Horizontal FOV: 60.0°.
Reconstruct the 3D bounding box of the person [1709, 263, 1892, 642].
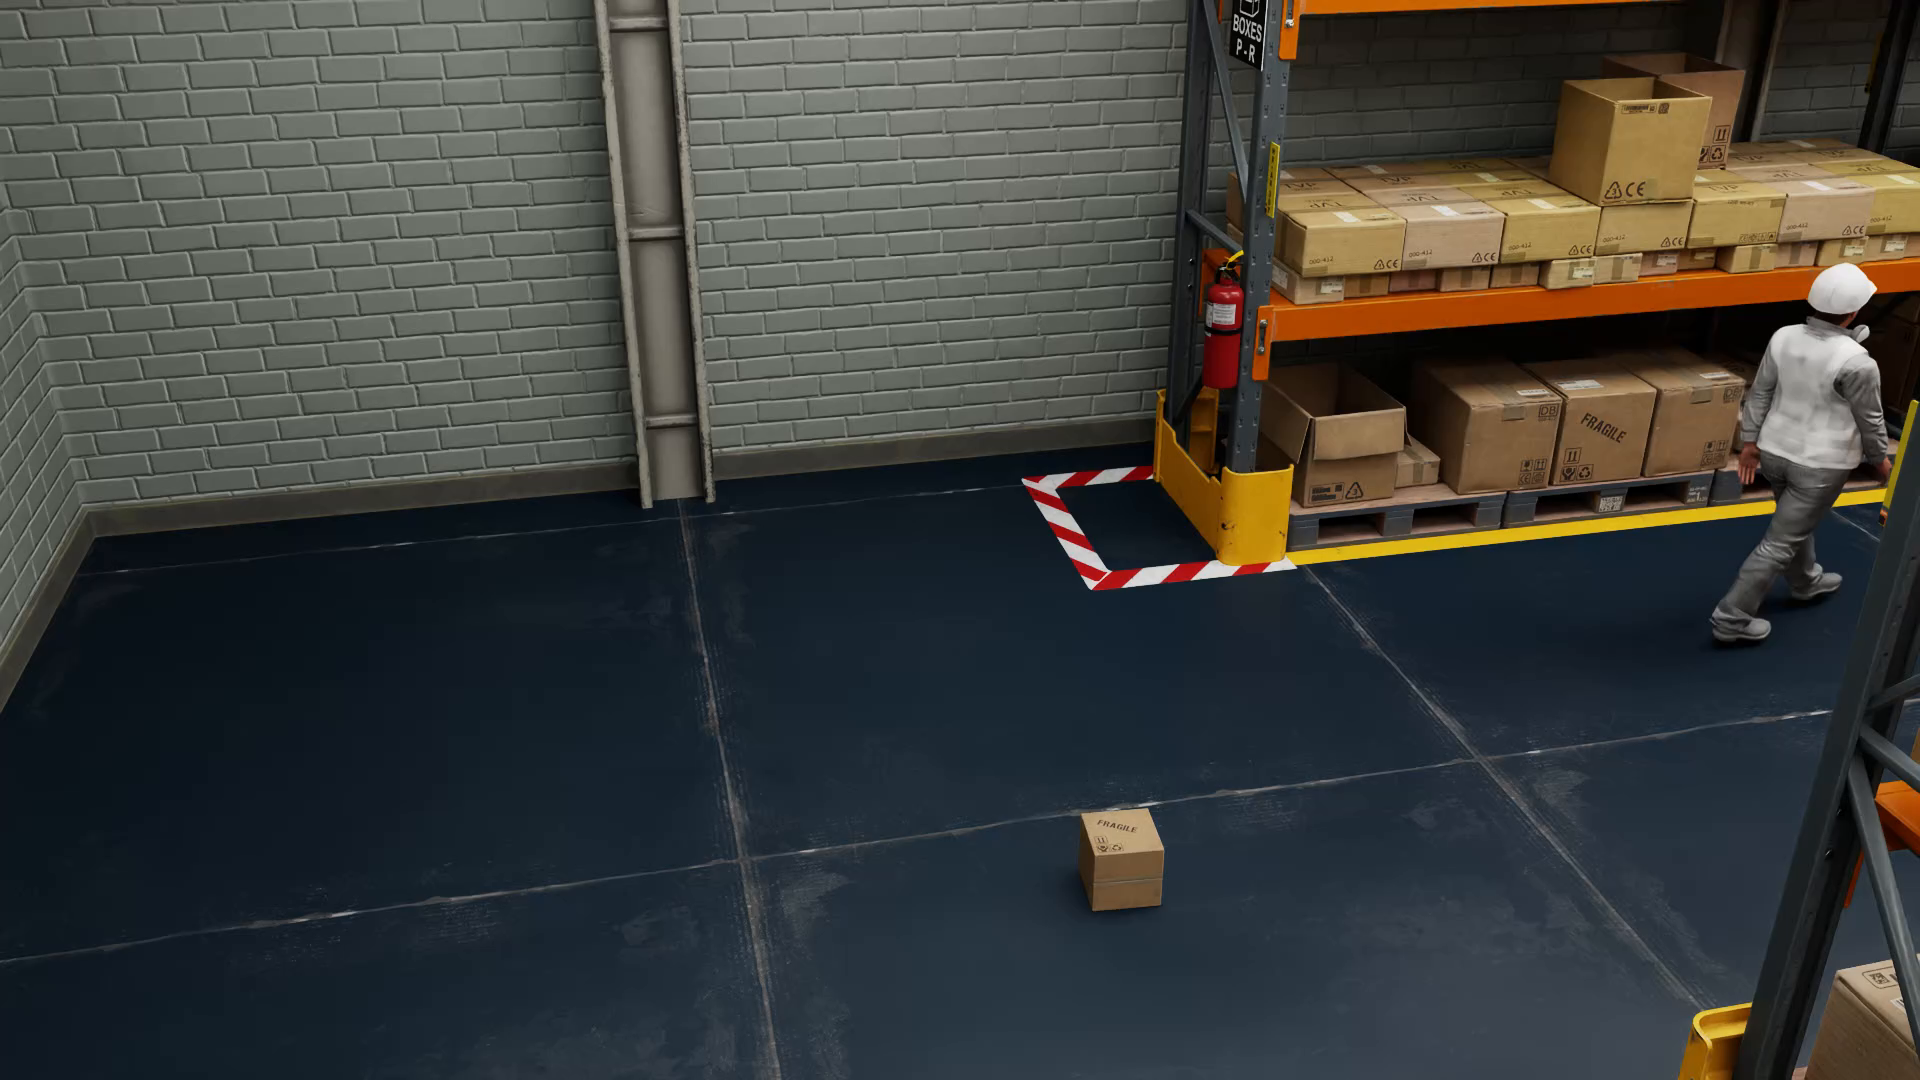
[{"bbox_3d":[3.841,-0.402,7.359,0.945,1.725,0.540,-9,28,-17],"label":"person"}]
